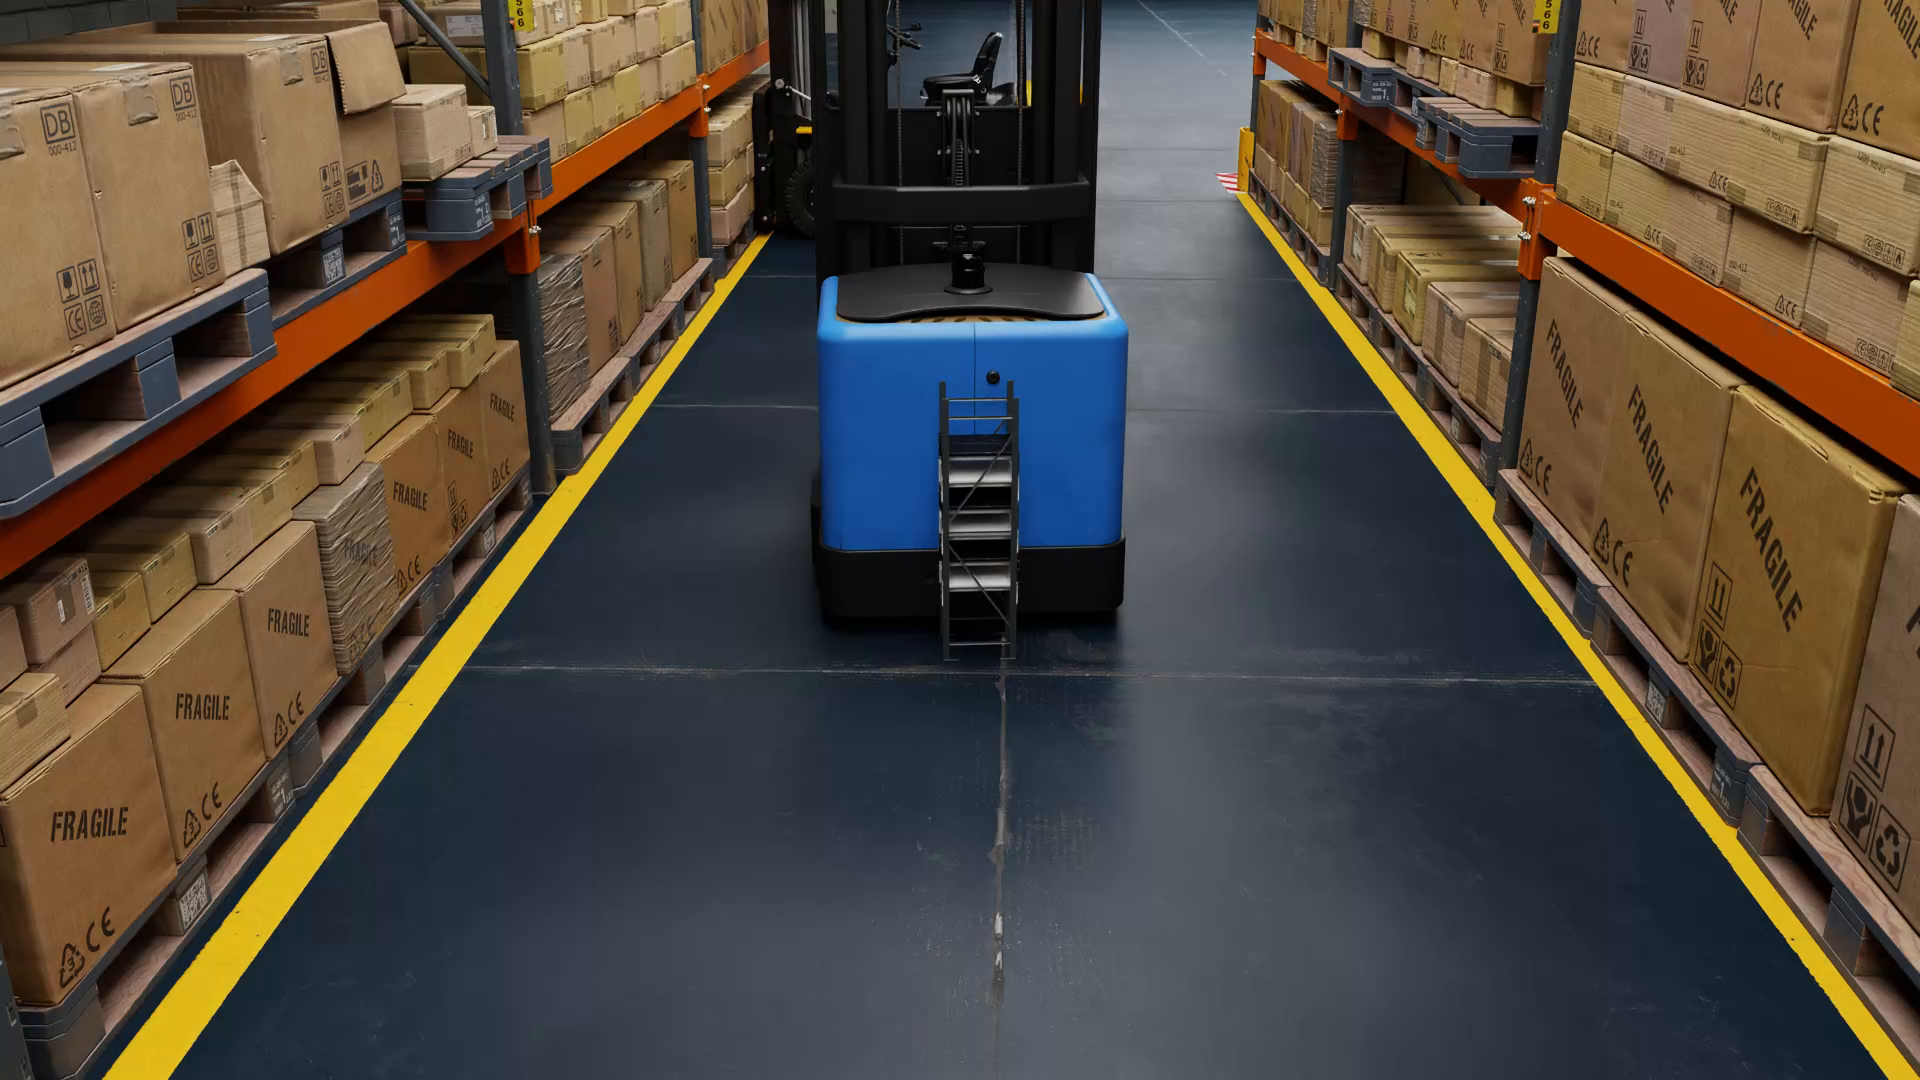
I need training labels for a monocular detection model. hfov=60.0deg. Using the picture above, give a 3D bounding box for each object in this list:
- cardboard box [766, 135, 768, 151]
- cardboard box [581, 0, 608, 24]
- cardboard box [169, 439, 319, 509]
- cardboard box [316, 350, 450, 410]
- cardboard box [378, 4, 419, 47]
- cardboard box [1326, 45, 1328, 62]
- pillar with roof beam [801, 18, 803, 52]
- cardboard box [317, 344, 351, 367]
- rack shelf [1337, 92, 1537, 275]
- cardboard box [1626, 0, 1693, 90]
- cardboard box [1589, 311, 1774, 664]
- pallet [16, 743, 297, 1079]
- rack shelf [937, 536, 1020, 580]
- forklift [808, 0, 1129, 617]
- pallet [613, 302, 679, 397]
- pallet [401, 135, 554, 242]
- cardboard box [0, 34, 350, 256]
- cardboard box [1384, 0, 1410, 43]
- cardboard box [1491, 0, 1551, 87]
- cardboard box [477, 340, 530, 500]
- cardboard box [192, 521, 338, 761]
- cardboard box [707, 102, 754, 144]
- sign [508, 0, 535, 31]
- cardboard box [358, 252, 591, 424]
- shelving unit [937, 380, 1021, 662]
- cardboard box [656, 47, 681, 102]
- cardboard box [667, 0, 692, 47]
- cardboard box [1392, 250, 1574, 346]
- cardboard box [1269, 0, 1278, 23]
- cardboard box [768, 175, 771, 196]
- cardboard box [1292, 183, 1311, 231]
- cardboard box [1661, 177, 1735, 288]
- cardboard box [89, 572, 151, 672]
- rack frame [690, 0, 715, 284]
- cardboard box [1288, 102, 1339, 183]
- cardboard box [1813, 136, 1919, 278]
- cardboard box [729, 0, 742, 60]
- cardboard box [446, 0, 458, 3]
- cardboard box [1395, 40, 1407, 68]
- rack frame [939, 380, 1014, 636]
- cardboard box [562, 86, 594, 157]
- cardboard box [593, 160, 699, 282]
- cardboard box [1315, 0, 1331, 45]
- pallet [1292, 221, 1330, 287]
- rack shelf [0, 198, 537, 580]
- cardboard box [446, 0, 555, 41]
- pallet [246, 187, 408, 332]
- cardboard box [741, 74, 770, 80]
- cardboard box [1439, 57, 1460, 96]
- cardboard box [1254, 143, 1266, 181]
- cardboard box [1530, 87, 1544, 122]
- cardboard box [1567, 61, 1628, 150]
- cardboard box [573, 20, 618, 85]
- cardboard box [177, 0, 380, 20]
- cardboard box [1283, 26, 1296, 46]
[{"bbox_3d":[-1.719,-2.914,12.422,0.500,0.250,0.500,1,21,1],"label":"cardboard box"},{"bbox_3d":[-1.888,-2.531,7.870,0.380,0.149,0.250,1,21,3],"label":"cardboard box"},{"bbox_3d":[-2.109,-0.187,4.843,0.380,0.149,0.250,1,21,2],"label":"cardboard box"},{"bbox_3d":[-2.012,-0.561,5.806,0.380,0.149,0.250,0,21,0],"label":"cardboard box"},{"bbox_3d":[-2.413,-2.072,6.687,0.380,0.149,0.250,1,21,3],"label":"cardboard box"},{"bbox_3d":[2.676,-3.272,11.162,0.380,0.149,0.250,0,21,1],"label":"cardboard box"},{"bbox_3d":[1.769,-11.342,23.320,9.100,9.000,0.400,1,21,2],"label":"pillar with roof beam"},{"bbox_3d":[-2.548,-0.751,6.295,0.380,0.149,0.250,2,21,4],"label":"cardboard box"},{"bbox_3d":[2.802,-1.938,8.370,1.077,0.370,4.000,1,21,2],"label":"rack shelf"},{"bbox_3d":[2.476,-1.707,5.262,0.500,0.500,0.500,1,21,2],"label":"cardboard box"},{"bbox_3d":[2.605,-0.184,5.212,0.875,0.875,0.875,1,21,2],"label":"cardboard box"},{"bbox_3d":[-2.355,0.849,4.050,1.003,0.211,1.213,1,21,2],"label":"pallet"},{"bbox_3d":[0.059,0.057,5.479,0.258,0.077,0.200,-1,21,-3],"label":"rack shelf"},{"bbox_3d":[-0.034,-1.591,6.578,1.130,2.935,3.031,-1,21,-3],"label":"forklift"},{"bbox_3d":[-2.117,-1.040,8.918,1.003,0.211,1.213,1,21,2],"label":"pallet"},{"bbox_3d":[-2.171,-1.268,5.915,1.213,0.211,1.003,1,21,2],"label":"pallet"},{"bbox_3d":[-2.065,-1.043,4.351,0.700,0.500,0.500,1,21,1],"label":"cardboard box"},{"bbox_3d":[2.518,-2.851,8.600,0.500,0.500,0.500,1,21,1],"label":"cardboard box"},{"bbox_3d":[2.477,-2.098,6.660,0.500,0.500,0.500,0,21,0],"label":"cardboard box"},{"bbox_3d":[-2.019,-0.478,6.490,0.500,0.500,0.500,1,21,3],"label":"cardboard box"},{"bbox_3d":[-2.077,0.267,4.568,0.500,0.500,0.500,0,21,0],"label":"cardboard box"},{"bbox_3d":[-1.741,-2.966,11.864,0.500,0.250,0.500,1,21,3],"label":"cardboard box"},{"bbox_3d":[-1.678,-2.103,6.312,0.100,0.325,0.005,1,21,2],"label":"sign"},{"bbox_3d":[-2.188,-0.917,7.448,0.875,0.625,0.625,1,21,3],"label":"cardboard box"},{"bbox_3d":[0.059,-0.058,5.435,0.258,0.900,0.210,-1,21,-3],"label":"shelving unit"},{"bbox_3d":[-1.863,-2.612,9.323,0.500,0.250,0.500,1,21,1],"label":"cardboard box"},{"bbox_3d":[-1.858,-3.032,9.713,0.500,0.250,0.500,0,21,0],"label":"cardboard box"},{"bbox_3d":[2.811,-1.266,8.696,0.950,0.372,0.625,1,21,3],"label":"cardboard box"},{"bbox_3d":[2.680,-4.272,12.843,0.500,0.500,0.500,1,21,3],"label":"cardboard box"},{"bbox_3d":[-1.718,-2.688,12.529,0.500,0.250,0.500,1,21,3],"label":"cardboard box"},{"bbox_3d":[2.618,-2.319,11.580,0.500,0.250,0.500,0,21,0],"label":"cardboard box"},{"bbox_3d":[2.455,-0.930,4.987,0.500,0.250,0.500,1,21,3],"label":"cardboard box"},{"bbox_3d":[-2.138,0.190,3.872,0.380,0.149,0.250,0,21,-1],"label":"cardboard box"},{"bbox_3d":[-2.099,-3.049,10.241,1.000,3.000,0.127,1,21,2],"label":"rack frame"},{"bbox_3d":[2.640,-2.845,11.898,0.500,0.500,0.500,2,21,4],"label":"cardboard box"},{"bbox_3d":[2.407,-0.797,3.952,0.500,0.250,0.500,1,21,3],"label":"cardboard box"},{"bbox_3d":[-1.811,-3.625,11.587,0.500,0.500,0.500,0,21,1],"label":"cardboard box"},{"bbox_3d":[-2.425,-2.444,7.646,0.380,0.149,0.250,1,21,1],"label":"cardboard box"},{"bbox_3d":[2.532,-2.592,8.830,0.380,0.149,0.250,1,21,2],"label":"cardboard box"},{"bbox_3d":[0.053,-0.095,5.529,0.240,0.900,0.006,-1,21,-3],"label":"rack frame"},{"bbox_3d":[-1.943,-1.873,7.416,0.500,0.250,0.500,0,21,0],"label":"cardboard box"},{"bbox_3d":[-2.104,-1.949,10.108,0.875,0.625,0.625,2,21,4],"label":"cardboard box"},{"bbox_3d":[2.636,-3.531,10.933,0.500,0.500,0.500,1,21,3],"label":"cardboard box"},{"bbox_3d":[2.847,-1.939,11.235,1.003,0.211,1.213,1,21,2],"label":"pallet"},{"bbox_3d":[-2.282,-0.545,4.780,1.077,0.370,4.000,1,21,2],"label":"rack shelf"},{"bbox_3d":[-1.910,-2.161,6.916,0.380,0.149,0.250,1,21,3],"label":"cardboard box"},{"bbox_3d":[-2.275,-0.810,4.736,1.003,0.211,1.213,1,21,2],"label":"pallet"},{"bbox_3d":[-1.680,-3.706,13.771,0.500,0.250,0.500,1,21,3],"label":"cardboard box"},{"bbox_3d":[2.424,-2.129,7.637,0.380,0.149,0.250,1,21,3],"label":"cardboard box"},{"bbox_3d":[2.683,-3.068,13.509,0.500,0.250,0.500,0,21,1],"label":"cardboard box"},{"bbox_3d":[2.516,-1.750,6.658,0.380,0.149,0.250,1,21,4],"label":"cardboard box"},{"bbox_3d":[2.478,-1.532,5.848,0.500,0.250,0.500,0,21,1],"label":"cardboard box"},{"bbox_3d":[-1.913,-2.294,7.811,0.500,0.250,0.500,0,21,0],"label":"cardboard box"},{"bbox_3d":[-2.393,-1.661,5.944,0.500,0.500,0.500,2,21,4],"label":"cardboard box"},{"bbox_3d":[2.656,-3.833,12.608,0.380,0.149,0.250,1,21,3],"label":"cardboard box"}]
